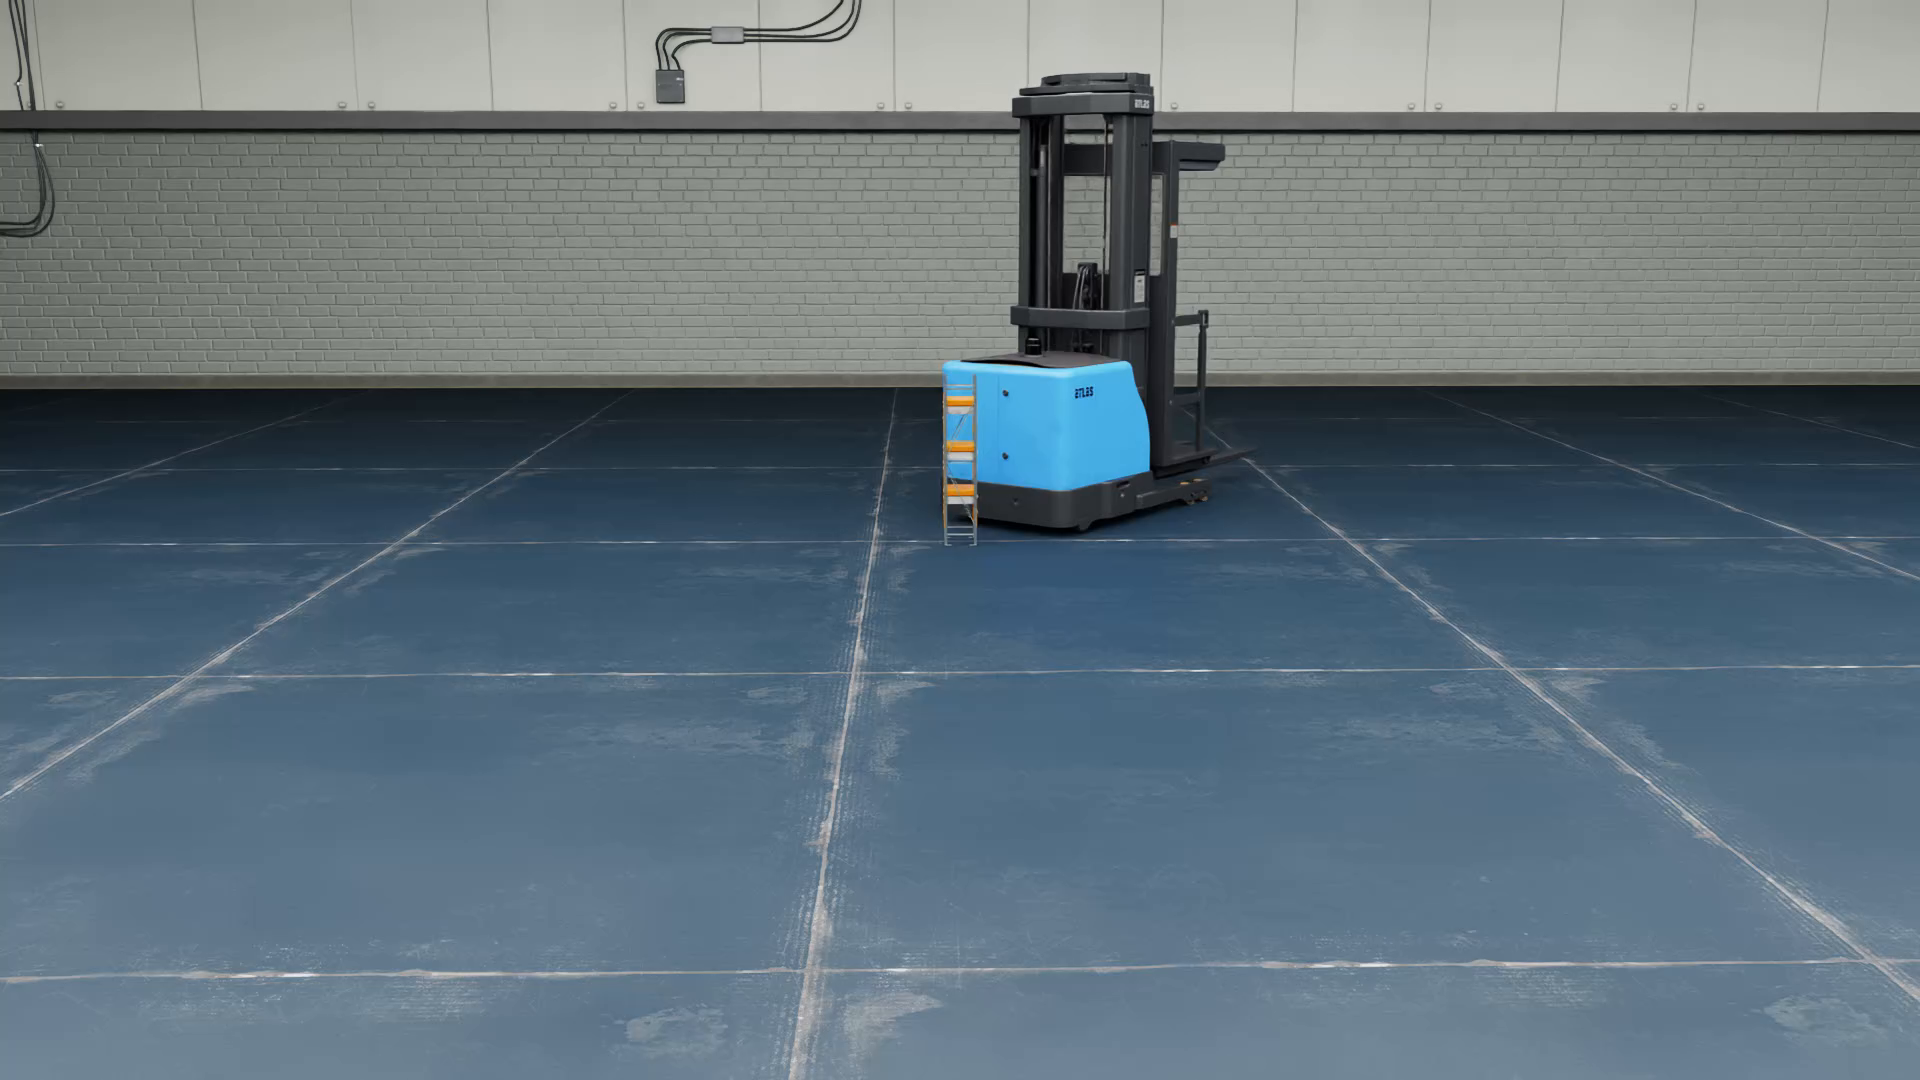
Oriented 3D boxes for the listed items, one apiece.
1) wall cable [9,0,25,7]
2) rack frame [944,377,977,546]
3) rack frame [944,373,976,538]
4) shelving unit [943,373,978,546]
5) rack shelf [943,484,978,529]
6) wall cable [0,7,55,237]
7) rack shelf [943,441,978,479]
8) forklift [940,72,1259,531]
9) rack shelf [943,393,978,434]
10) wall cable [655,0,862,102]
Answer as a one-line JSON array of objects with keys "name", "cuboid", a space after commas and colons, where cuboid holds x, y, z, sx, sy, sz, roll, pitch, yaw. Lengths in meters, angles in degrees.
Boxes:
[{"name": "wall cable", "cuboid": [-9.019, -7.099, 18.025, 3.097, 2.526, 0.112, 0, 11, -1]}, {"name": "rack frame", "cuboid": [0.004, -0.480, 10.283, 0.200, 1.050, 0.008, 0, 11, -1]}, {"name": "rack frame", "cuboid": [-0.001, -0.528, 10.522, 0.200, 1.050, 0.008, 0, 11, -1]}, {"name": "shelving unit", "cuboid": [0.001, -0.504, 10.402, 0.215, 1.050, 0.252, 0, 11, -1]}, {"name": "rack shelf", "cuboid": [0.001, -0.221, 10.460, 0.215, 0.259, 0.240, 0, 11, -1]}, {"name": "wall cable", "cuboid": [-11.724, -4.613, 18.473, 3.097, 2.526, 0.112, 0, 11, -1]}, {"name": "rack shelf", "cuboid": [0.001, -0.494, 10.404, 0.215, 0.259, 0.240, 0, 11, -1]}, {"name": "forklift", "cuboid": [1.156, -1.736, 11.742, 1.130, 2.935, 3.031, 9, 14, 36]}, {"name": "rack shelf", "cuboid": [0.001, -0.772, 10.348, 0.215, 0.259, 0.240, 0, 11, -1]}, {"name": "wall cable", "cuboid": [-2.232, -7.837, 18.003, 2.305, 6.003, 0.169, 0, 11, -1]}]
